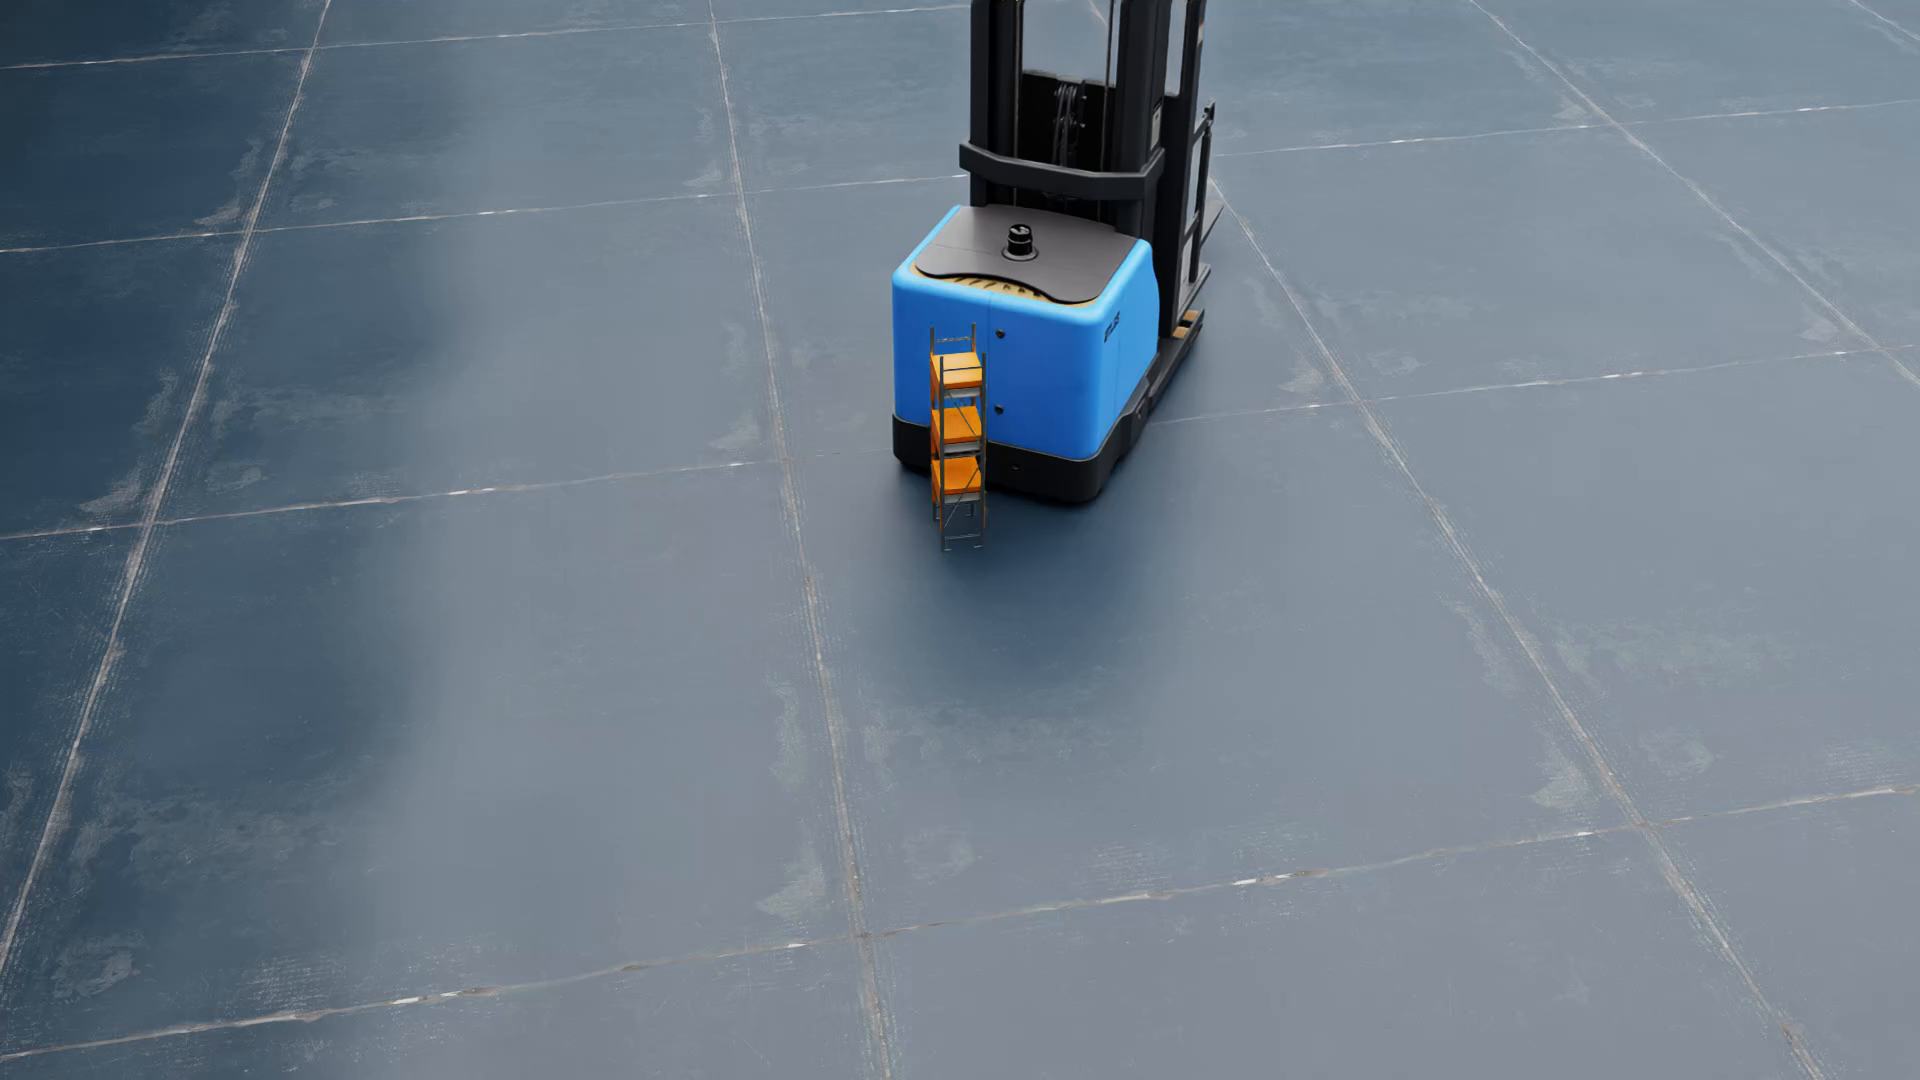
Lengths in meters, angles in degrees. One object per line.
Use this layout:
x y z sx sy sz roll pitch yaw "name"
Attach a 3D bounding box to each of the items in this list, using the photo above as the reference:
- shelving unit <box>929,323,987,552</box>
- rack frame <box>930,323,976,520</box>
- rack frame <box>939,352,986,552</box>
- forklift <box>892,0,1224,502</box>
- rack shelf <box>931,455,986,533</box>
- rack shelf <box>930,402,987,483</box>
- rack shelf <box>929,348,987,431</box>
-0.009 -0.447 7.470 0.215 1.050 0.252 -6 38 -8 "shelving unit"
-0.031 -0.521 7.564 0.200 1.050 0.008 -6 38 -8 "rack frame"
0.012 -0.373 7.375 0.200 1.050 0.008 -6 38 -8 "rack frame"
0.699 -2.240 8.244 1.130 2.935 3.031 14 40 17 "forklift"
-0.009 -0.219 7.647 0.215 0.259 0.240 -6 38 -8 "rack shelf"
-0.009 -0.439 7.476 0.215 0.259 0.240 -6 38 -8 "rack shelf"
-0.009 -0.663 7.302 0.215 0.259 0.240 -6 38 -8 "rack shelf"
